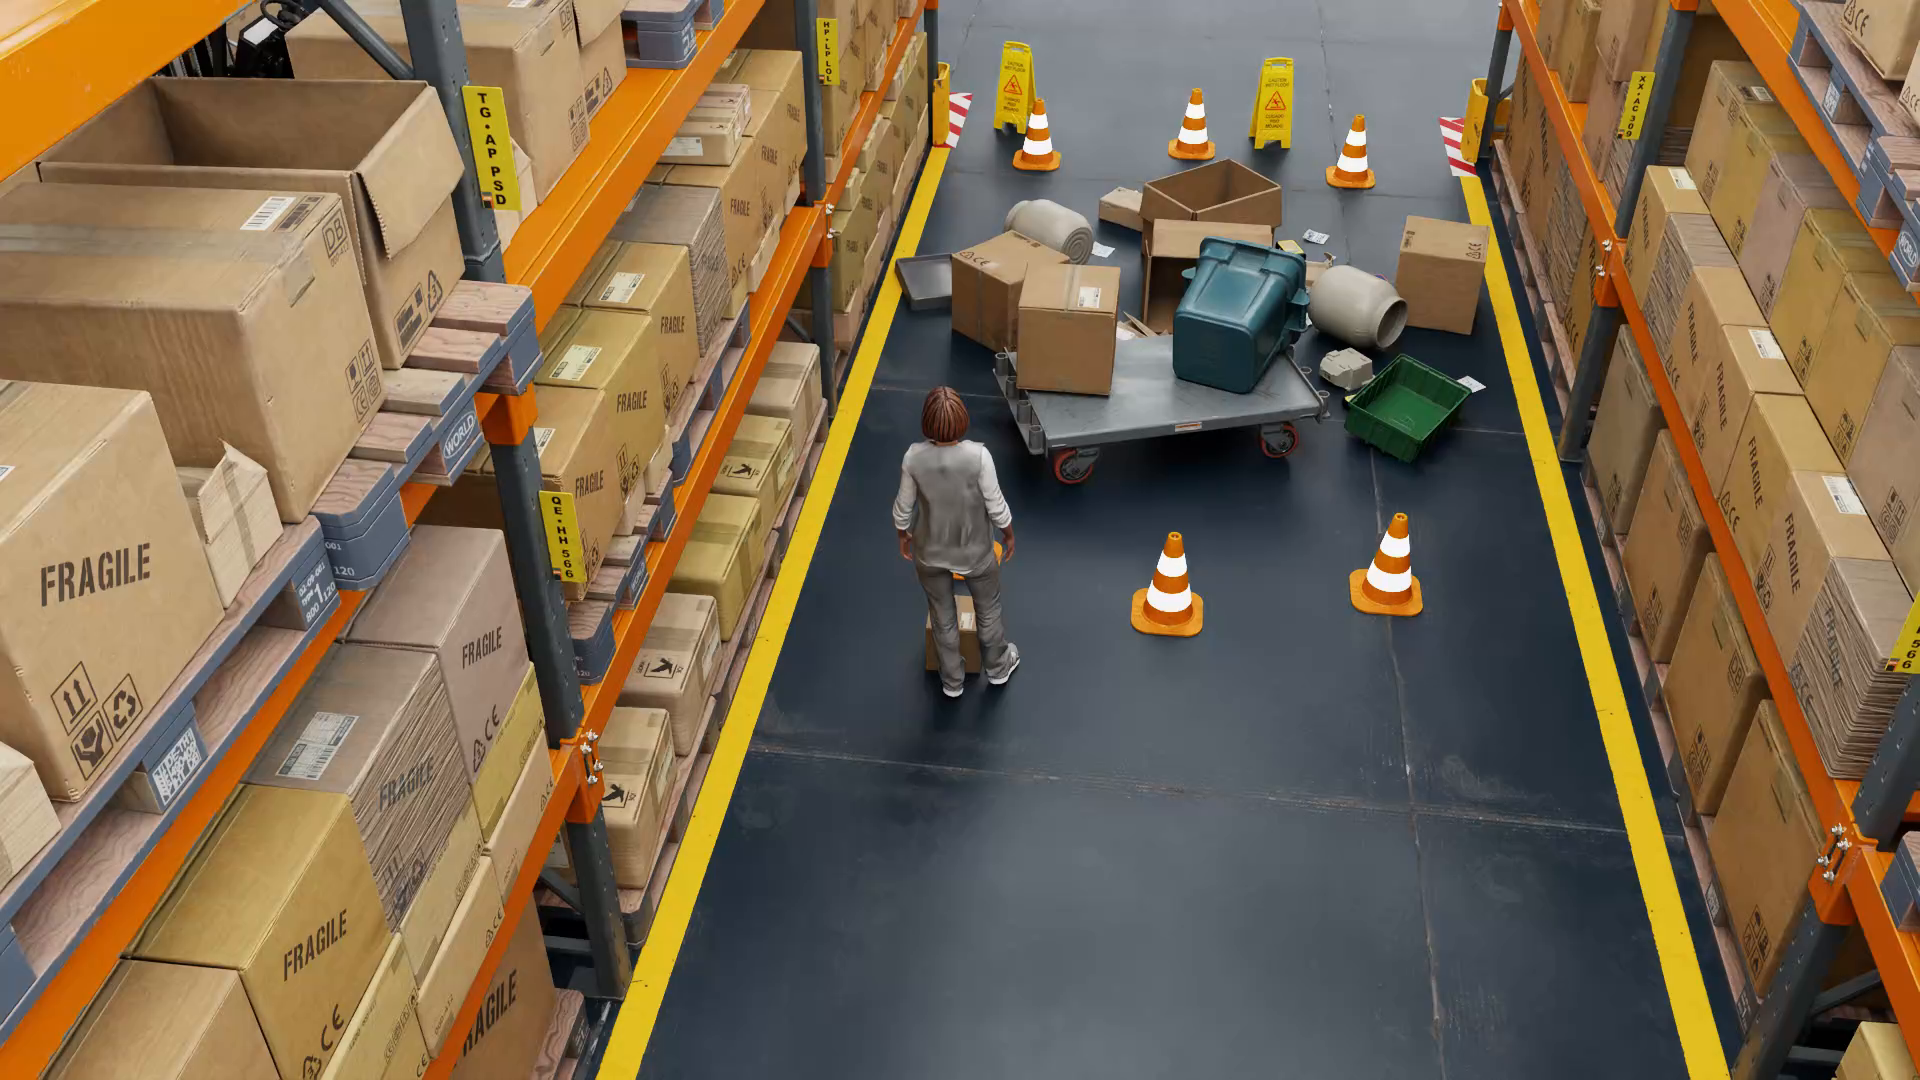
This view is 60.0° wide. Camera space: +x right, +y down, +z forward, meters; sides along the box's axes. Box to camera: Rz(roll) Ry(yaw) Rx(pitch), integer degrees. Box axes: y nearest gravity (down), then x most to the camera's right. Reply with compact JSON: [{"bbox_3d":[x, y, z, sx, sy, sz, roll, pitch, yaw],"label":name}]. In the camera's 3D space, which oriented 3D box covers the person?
[{"bbox_3d":[-0.006,-0.006,7.038,0.521,1.597,0.475,4,37,6],"label":"person"}]
